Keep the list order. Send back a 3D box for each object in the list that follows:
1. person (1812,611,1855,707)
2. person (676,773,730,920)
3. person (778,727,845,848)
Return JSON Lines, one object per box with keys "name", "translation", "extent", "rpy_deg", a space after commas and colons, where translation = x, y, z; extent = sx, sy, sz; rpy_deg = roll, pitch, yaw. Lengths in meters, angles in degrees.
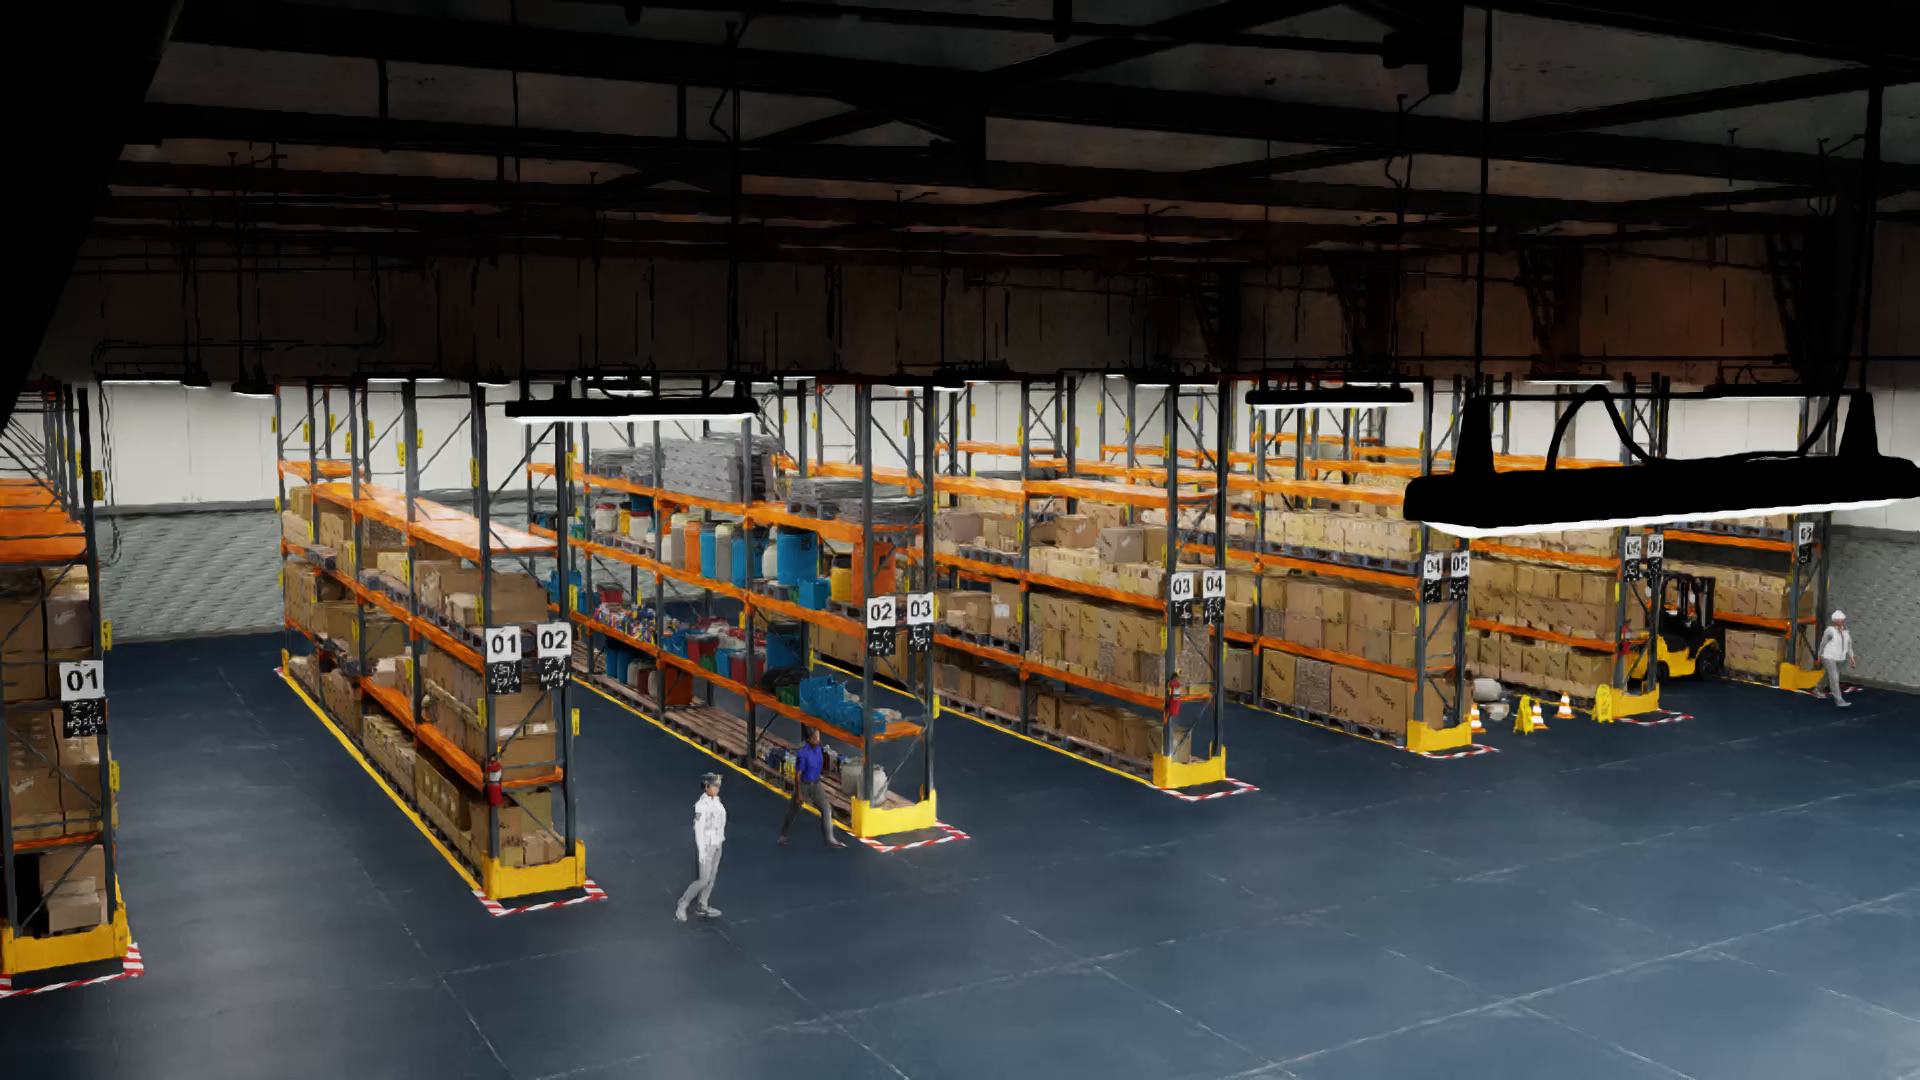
{"name": "person", "translation": [16.018, 2.146, 30.407], "extent": [0.538, 1.715, 1.030], "rpy_deg": [-2, 7, -21]}
{"name": "person", "translation": [-2.920, 3.455, 18.763], "extent": [0.497, 1.660, 0.640], "rpy_deg": [2, 7, 19]}
{"name": "person", "translation": [-1.961, 3.188, 21.496], "extent": [0.941, 1.601, 0.494], "rpy_deg": [6, 8, 42]}
